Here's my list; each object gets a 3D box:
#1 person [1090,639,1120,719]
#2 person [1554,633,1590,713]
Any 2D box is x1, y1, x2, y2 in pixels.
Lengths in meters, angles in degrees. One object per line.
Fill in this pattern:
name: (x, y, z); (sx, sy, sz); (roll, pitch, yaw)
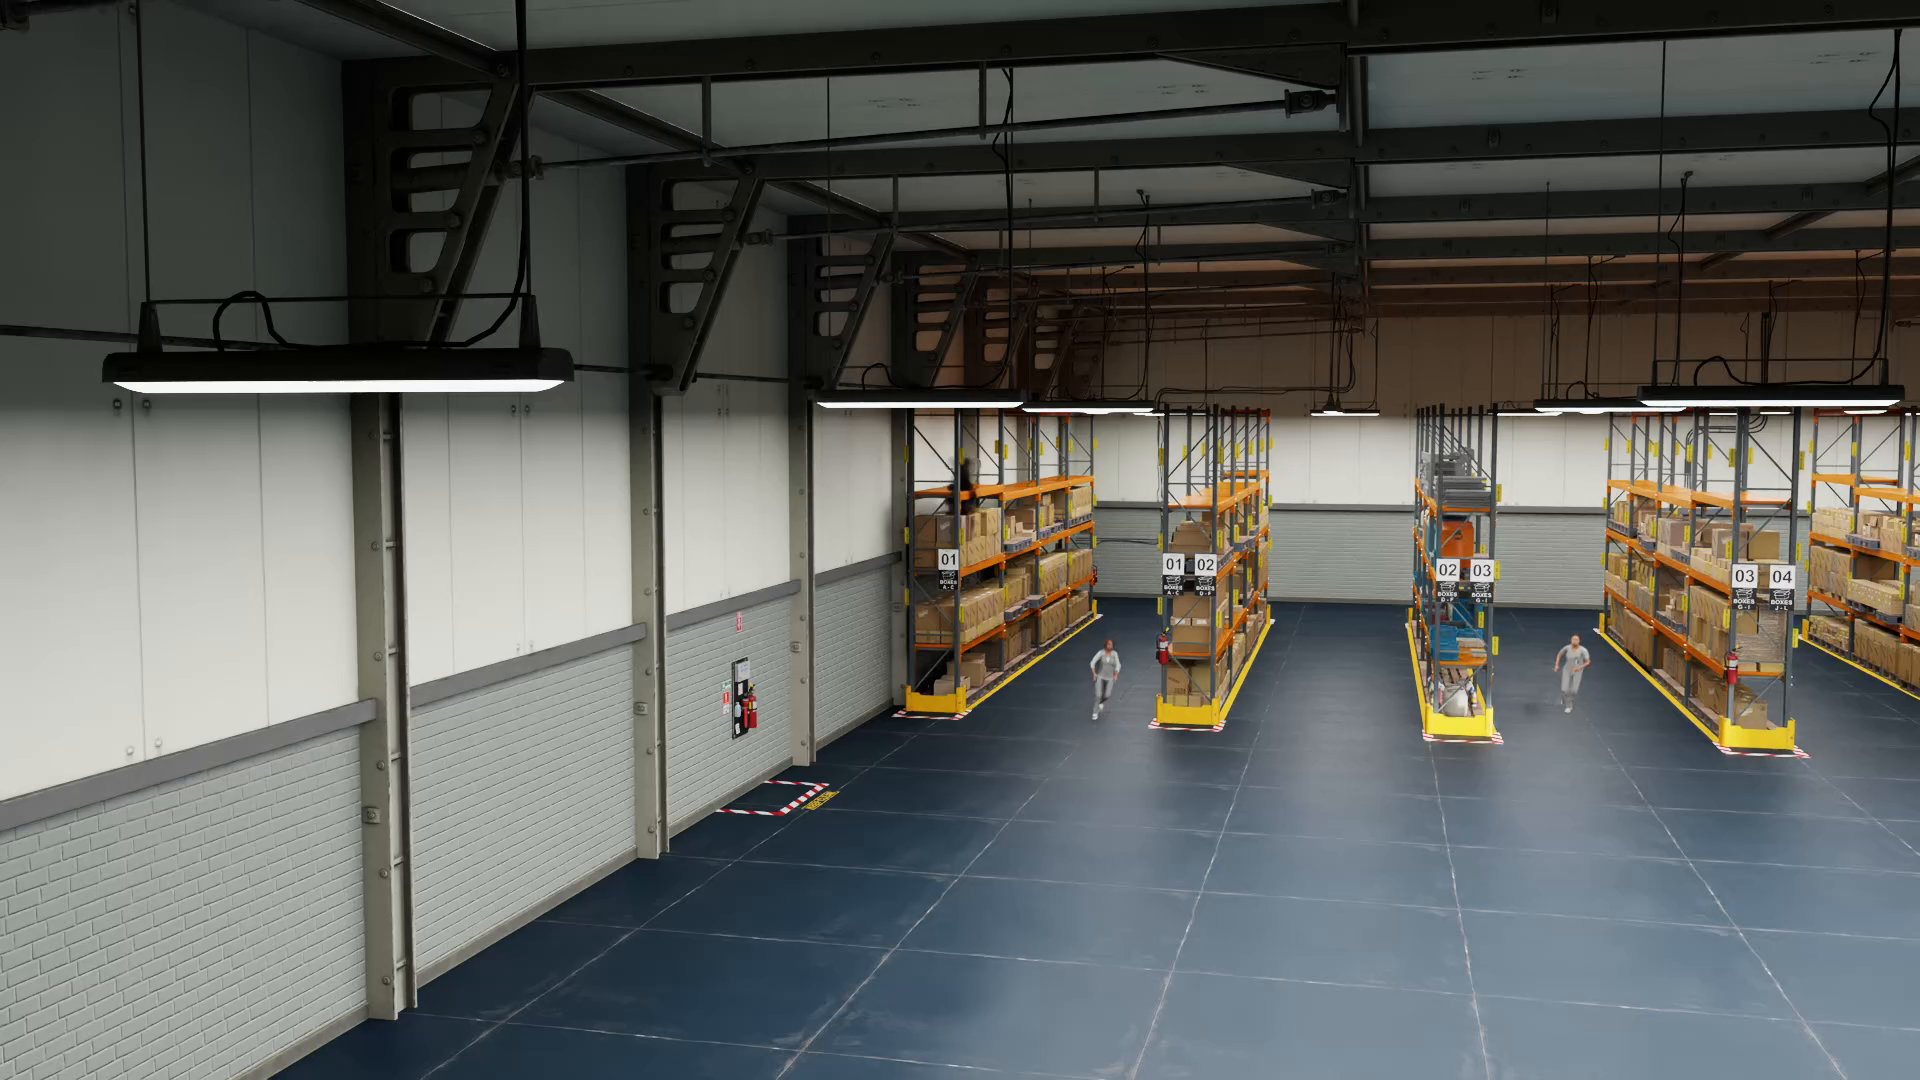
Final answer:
person: (2.775, 2.693, 31.785); (0.589, 1.456, 0.489); (0, 4, -1)
person: (11.954, 2.603, 32.495); (0.655, 1.561, 0.541); (2, 4, 20)
